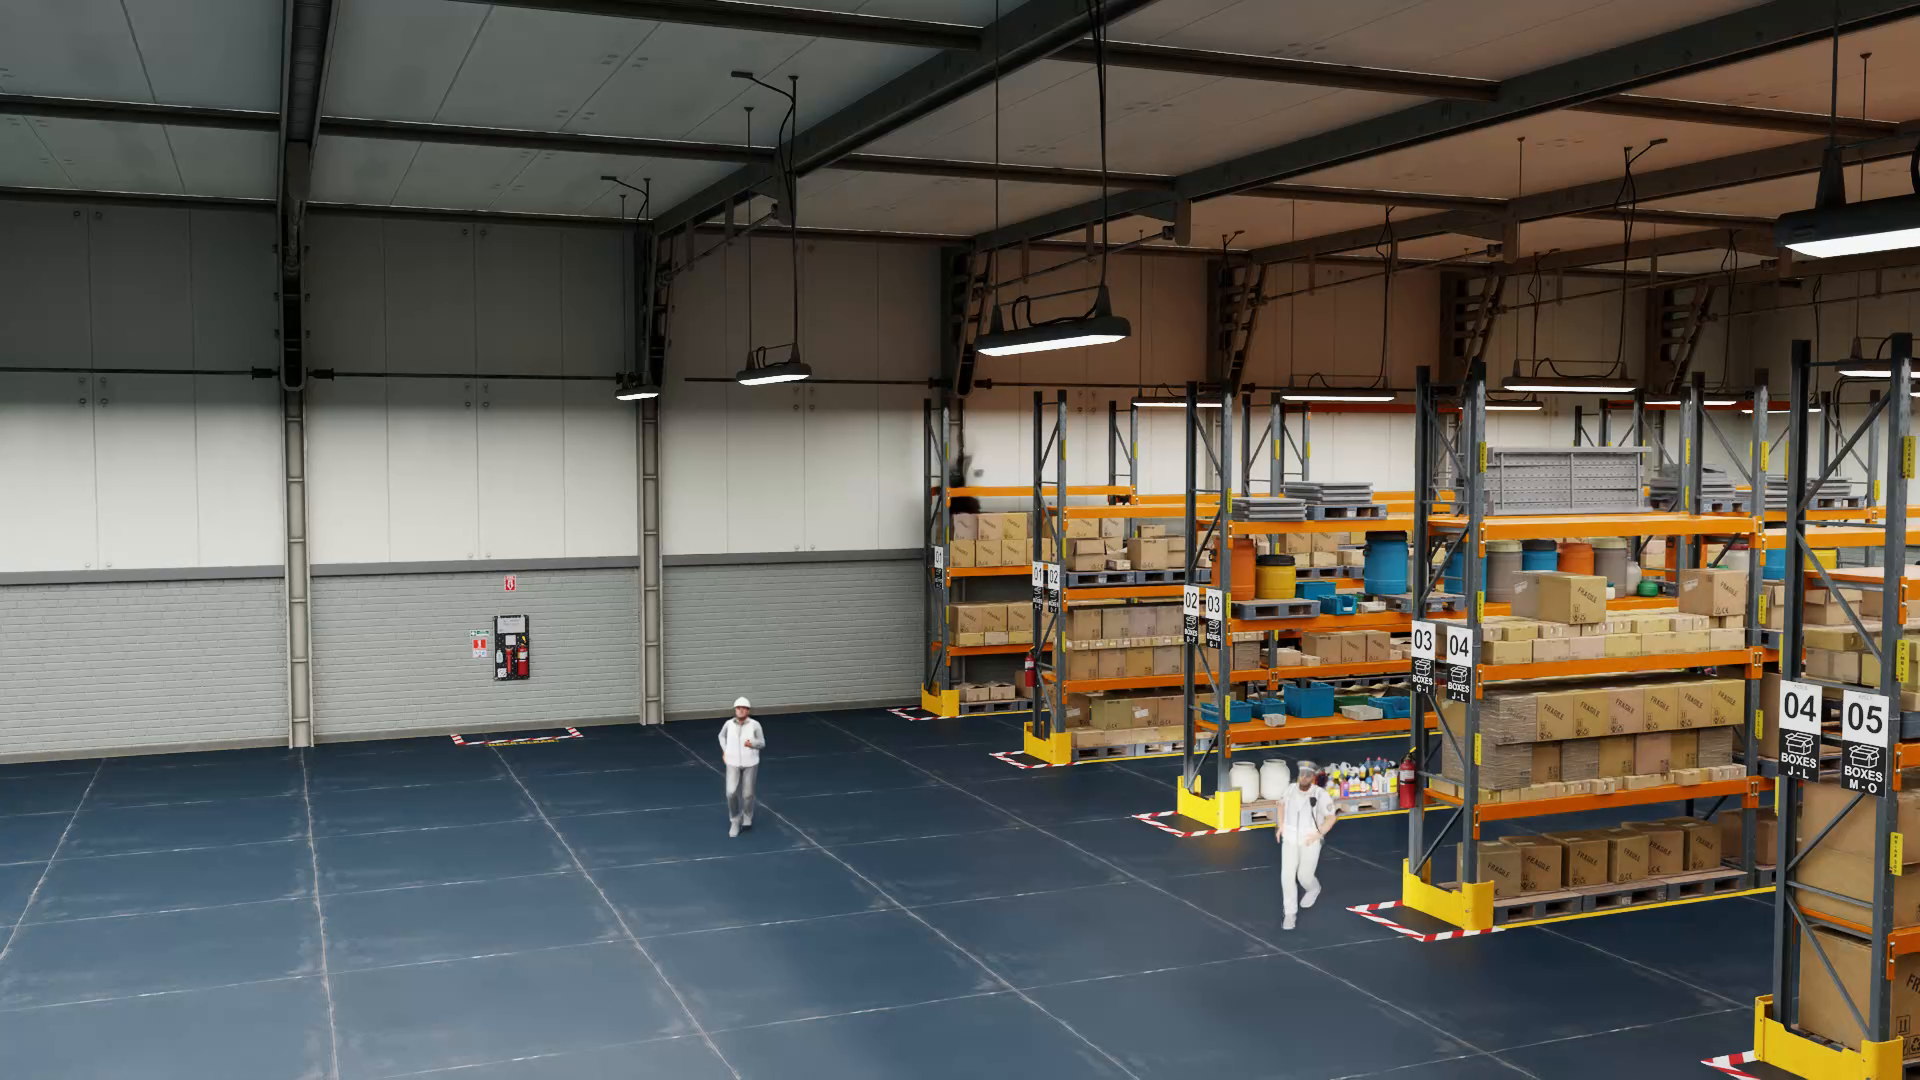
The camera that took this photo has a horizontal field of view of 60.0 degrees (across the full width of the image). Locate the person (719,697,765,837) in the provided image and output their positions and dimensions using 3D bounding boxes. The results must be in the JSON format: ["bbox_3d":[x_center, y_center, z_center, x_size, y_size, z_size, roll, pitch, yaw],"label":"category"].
[{"bbox_3d":[-2.886,2.993,21.961,0.637,1.824,0.715,0,3,-3],"label":"person"}]

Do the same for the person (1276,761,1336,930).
[{"bbox_3d":[3.716,3.244,17.944,0.677,1.776,0.878,2,4,26],"label":"person"}]
